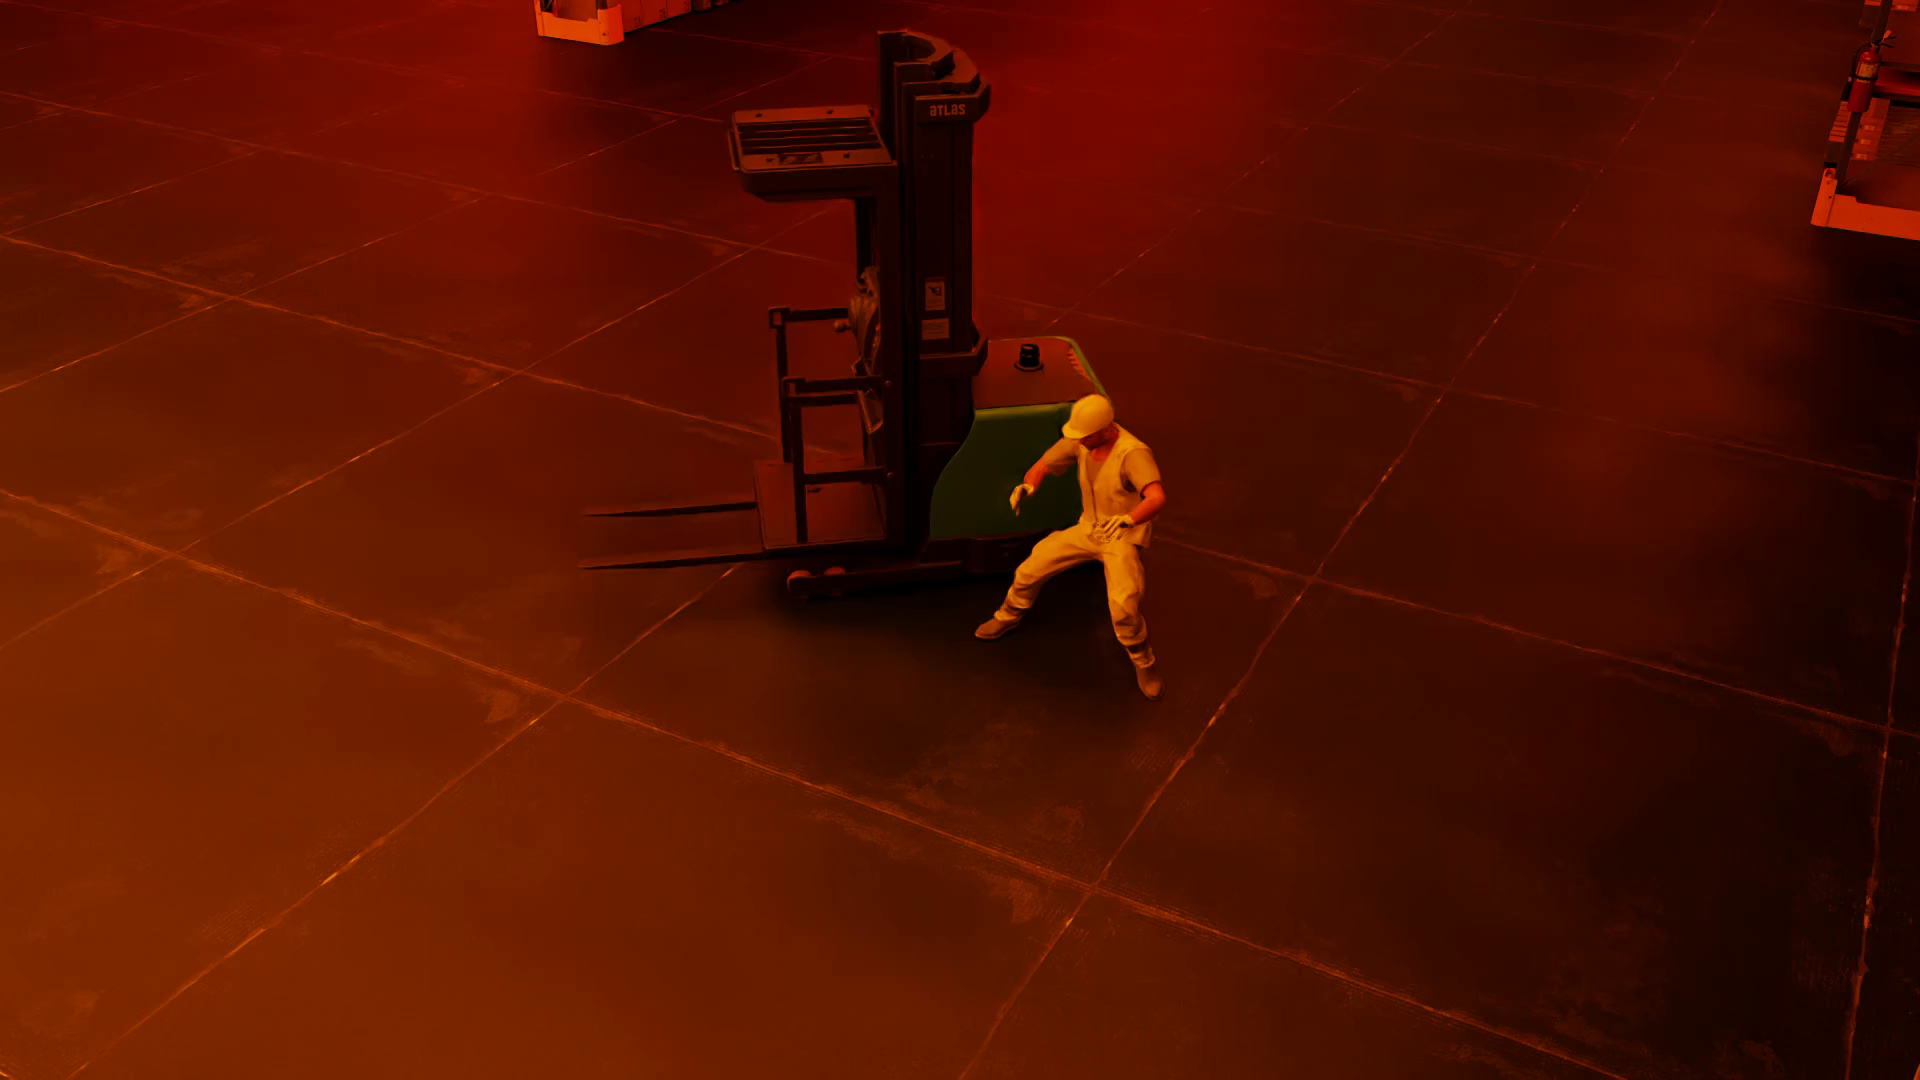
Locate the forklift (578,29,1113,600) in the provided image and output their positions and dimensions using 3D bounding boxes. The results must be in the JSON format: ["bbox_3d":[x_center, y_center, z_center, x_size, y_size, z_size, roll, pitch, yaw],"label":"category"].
[{"bbox_3d":[-0.701,-1.217,9.179,3.031,2.935,1.130,-5,30,-8],"label":"forklift"}]

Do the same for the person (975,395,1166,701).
[{"bbox_3d":[0.627,-0.016,8.502,0.730,1.537,1.087,-22,36,-33],"label":"person"}]
